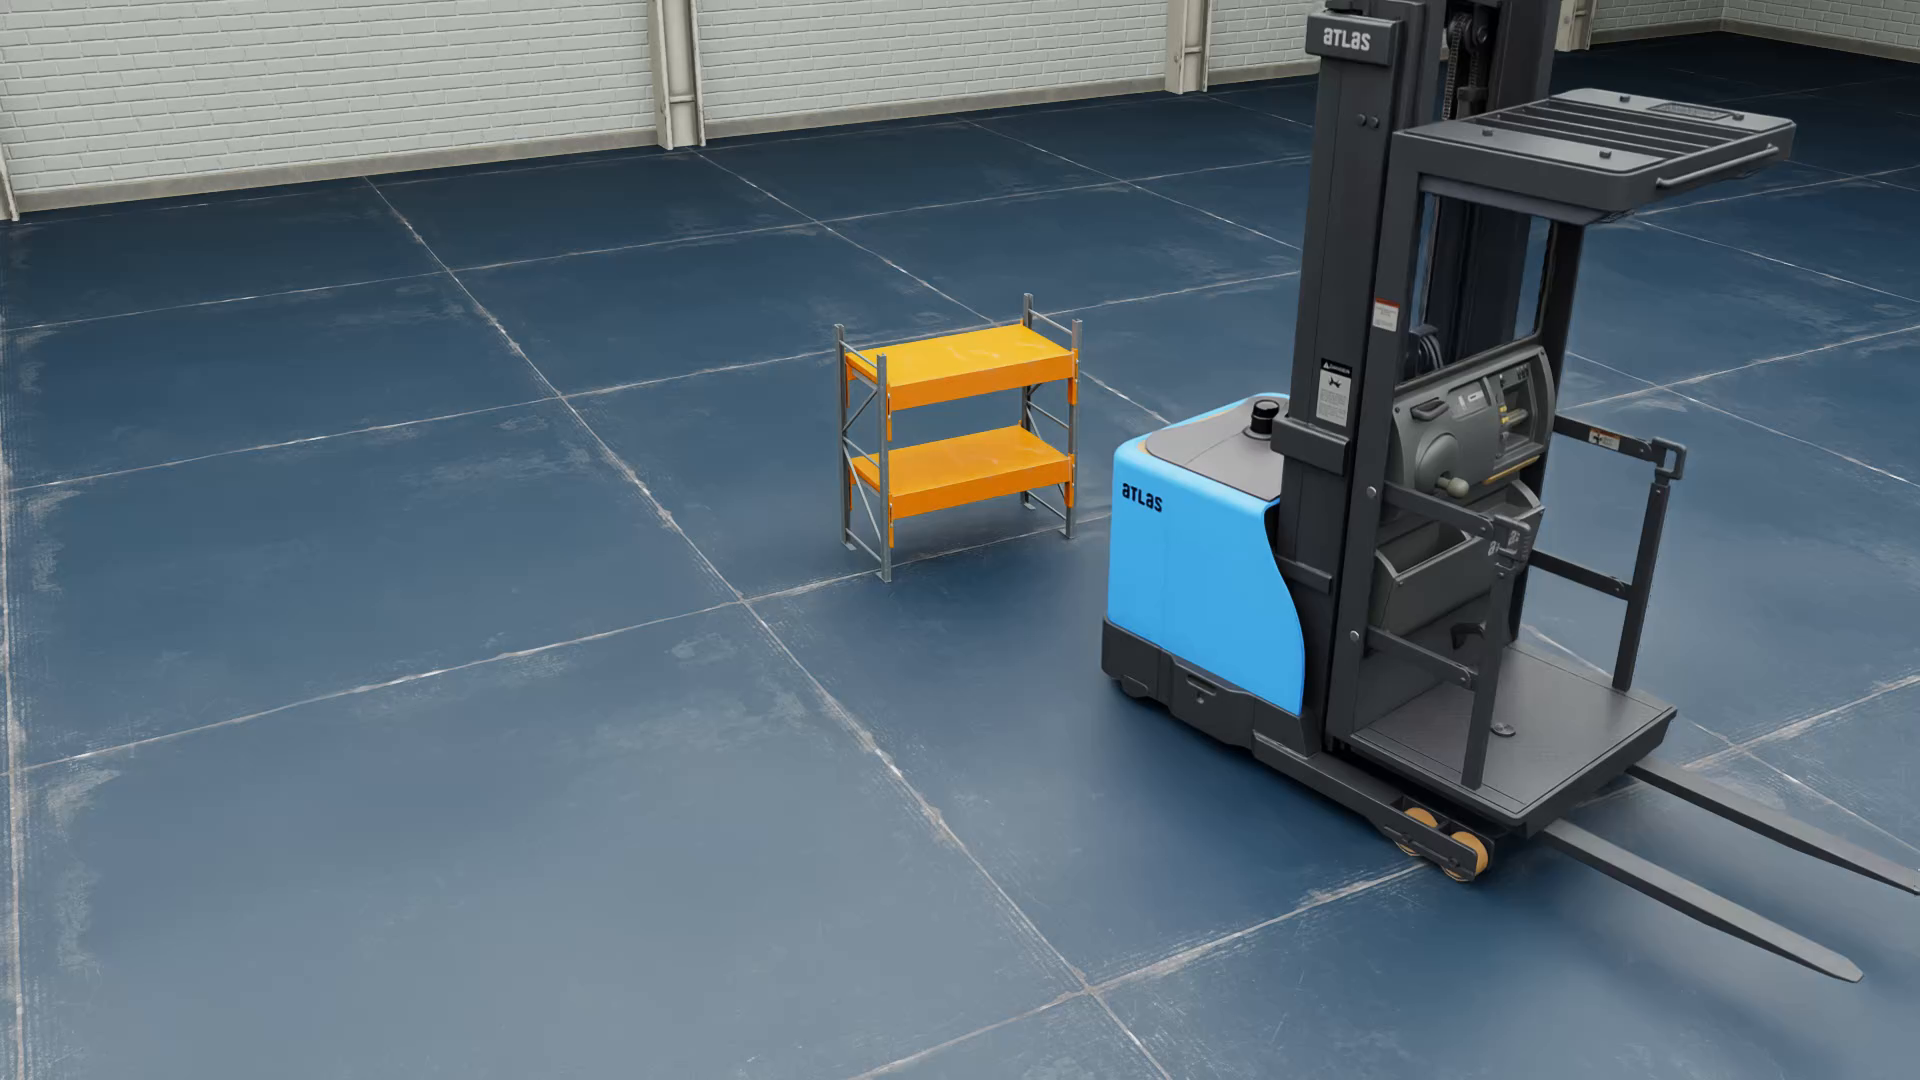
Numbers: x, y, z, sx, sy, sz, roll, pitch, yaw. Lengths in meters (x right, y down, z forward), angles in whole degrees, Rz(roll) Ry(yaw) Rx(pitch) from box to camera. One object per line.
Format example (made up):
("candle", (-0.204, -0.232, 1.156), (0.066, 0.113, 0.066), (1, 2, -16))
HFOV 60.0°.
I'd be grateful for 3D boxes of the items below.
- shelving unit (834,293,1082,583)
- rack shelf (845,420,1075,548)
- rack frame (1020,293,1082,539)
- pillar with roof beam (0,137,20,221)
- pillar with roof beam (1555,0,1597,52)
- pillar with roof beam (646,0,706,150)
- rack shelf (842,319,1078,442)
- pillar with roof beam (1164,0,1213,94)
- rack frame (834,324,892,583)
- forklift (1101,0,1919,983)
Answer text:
("shelving unit", (-0.006, -0.506, 8.004), (1.048, 1.125, 0.538), (-13, 29, -25))
("rack shelf", (-0.006, -0.285, 8.109), (1.000, 0.278, 0.538), (-13, 29, -25))
("rack frame", (0.443, -0.609, 8.219), (0.032, 1.125, 0.500), (-13, 29, -25))
("pillar with roof beam", (-6.004, -5.078, 8.429), (0.400, 9.000, 9.100), (-13, 29, -25))
("pillar with roof beam", (9.879, -8.744, 16.064), (0.400, 9.000, 9.100), (-13, 29, -25))
("pillar with roof beam", (-0.710, -6.300, 10.974), (0.400, 9.000, 9.100), (-13, 29, -25))
("rack shelf", (-0.006, -0.770, 7.877), (1.000, 0.278, 0.538), (-13, 29, -25))
("pillar with roof beam", (4.584, -7.522, 13.519), (0.400, 9.000, 9.100), (-13, 29, -25))
("rack frame", (-0.455, -0.402, 7.788), (0.032, 1.125, 0.500), (-13, 29, -25))
("forklift", (1.939, -0.385, 5.665), (1.130, 2.935, 3.031), (-21, 33, -36))
